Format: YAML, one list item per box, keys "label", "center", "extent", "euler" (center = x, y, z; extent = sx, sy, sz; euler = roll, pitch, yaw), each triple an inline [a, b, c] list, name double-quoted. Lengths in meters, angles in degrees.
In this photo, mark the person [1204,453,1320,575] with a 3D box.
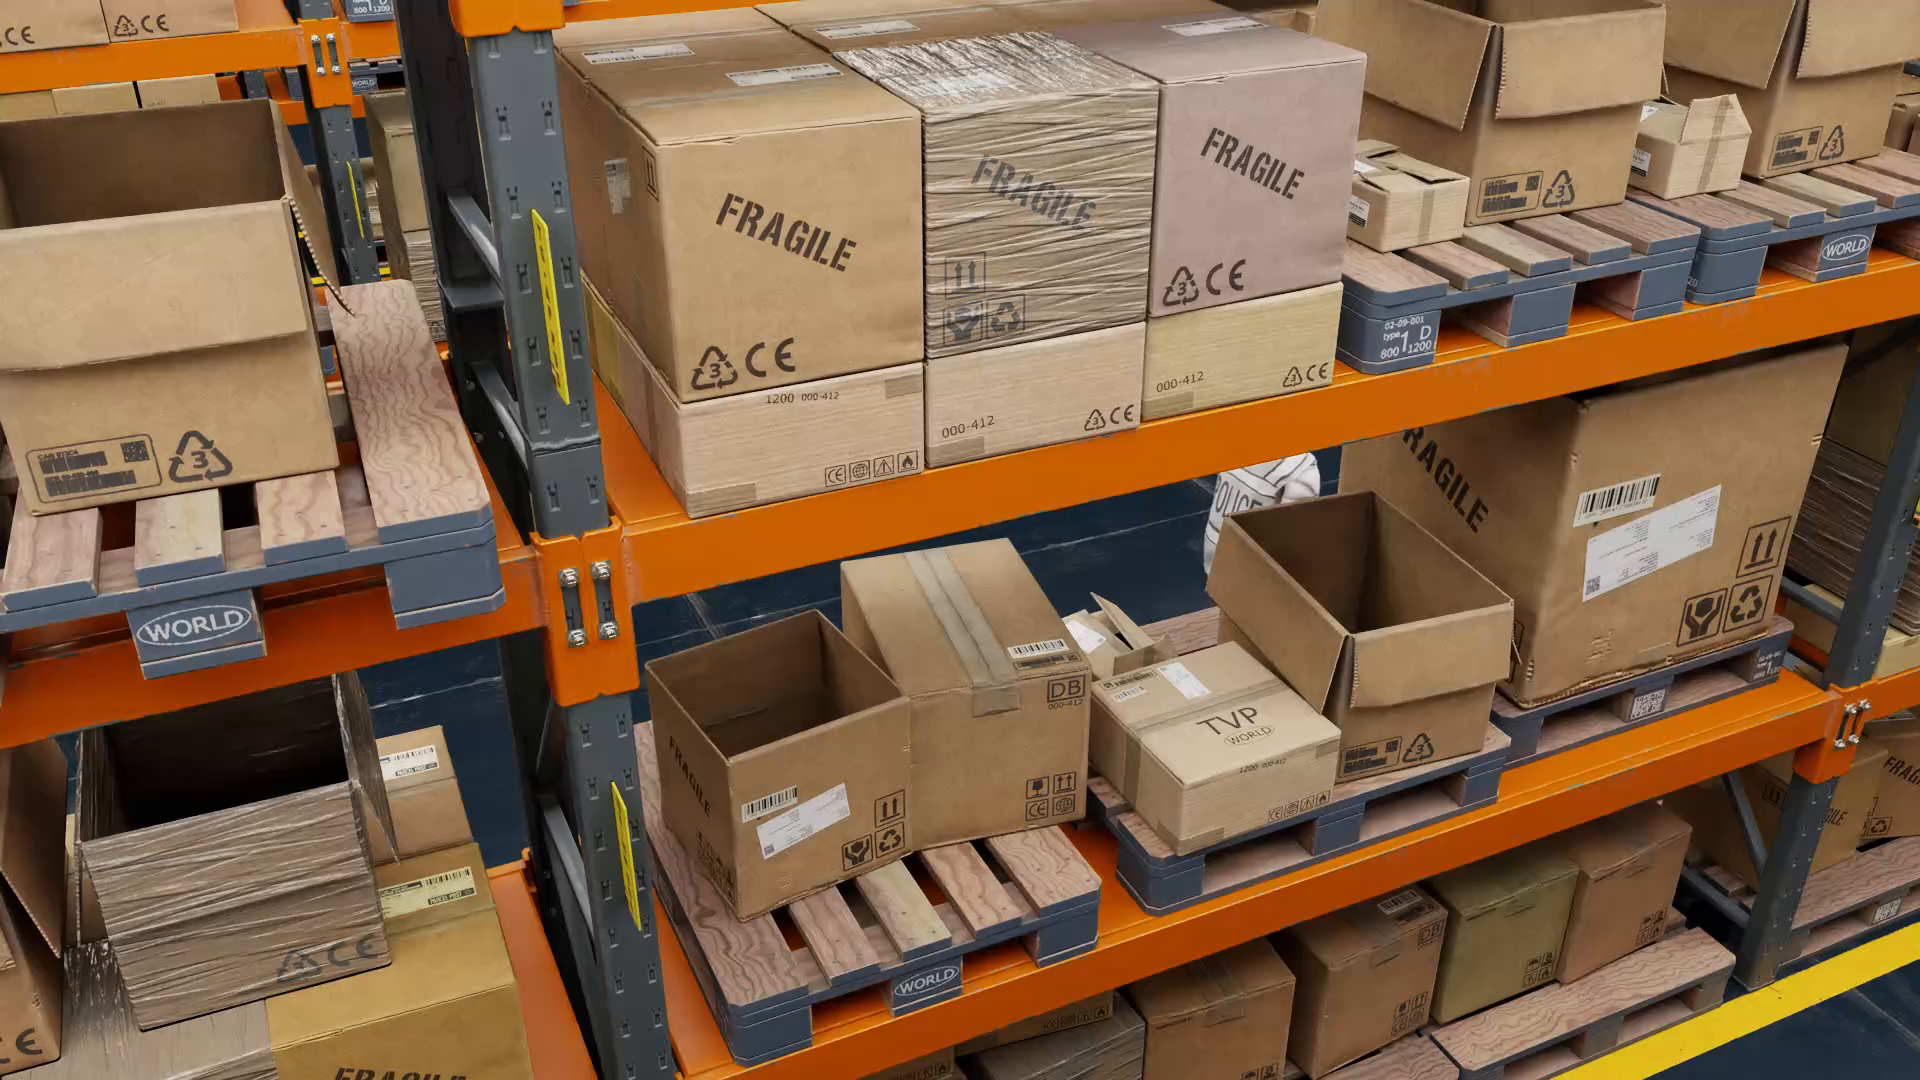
- label: "person"
  center: [1.251, 0.126, 6.894]
  extent: [0.435, 1.748, 0.591]
  euler: [-13, 32, -23]
